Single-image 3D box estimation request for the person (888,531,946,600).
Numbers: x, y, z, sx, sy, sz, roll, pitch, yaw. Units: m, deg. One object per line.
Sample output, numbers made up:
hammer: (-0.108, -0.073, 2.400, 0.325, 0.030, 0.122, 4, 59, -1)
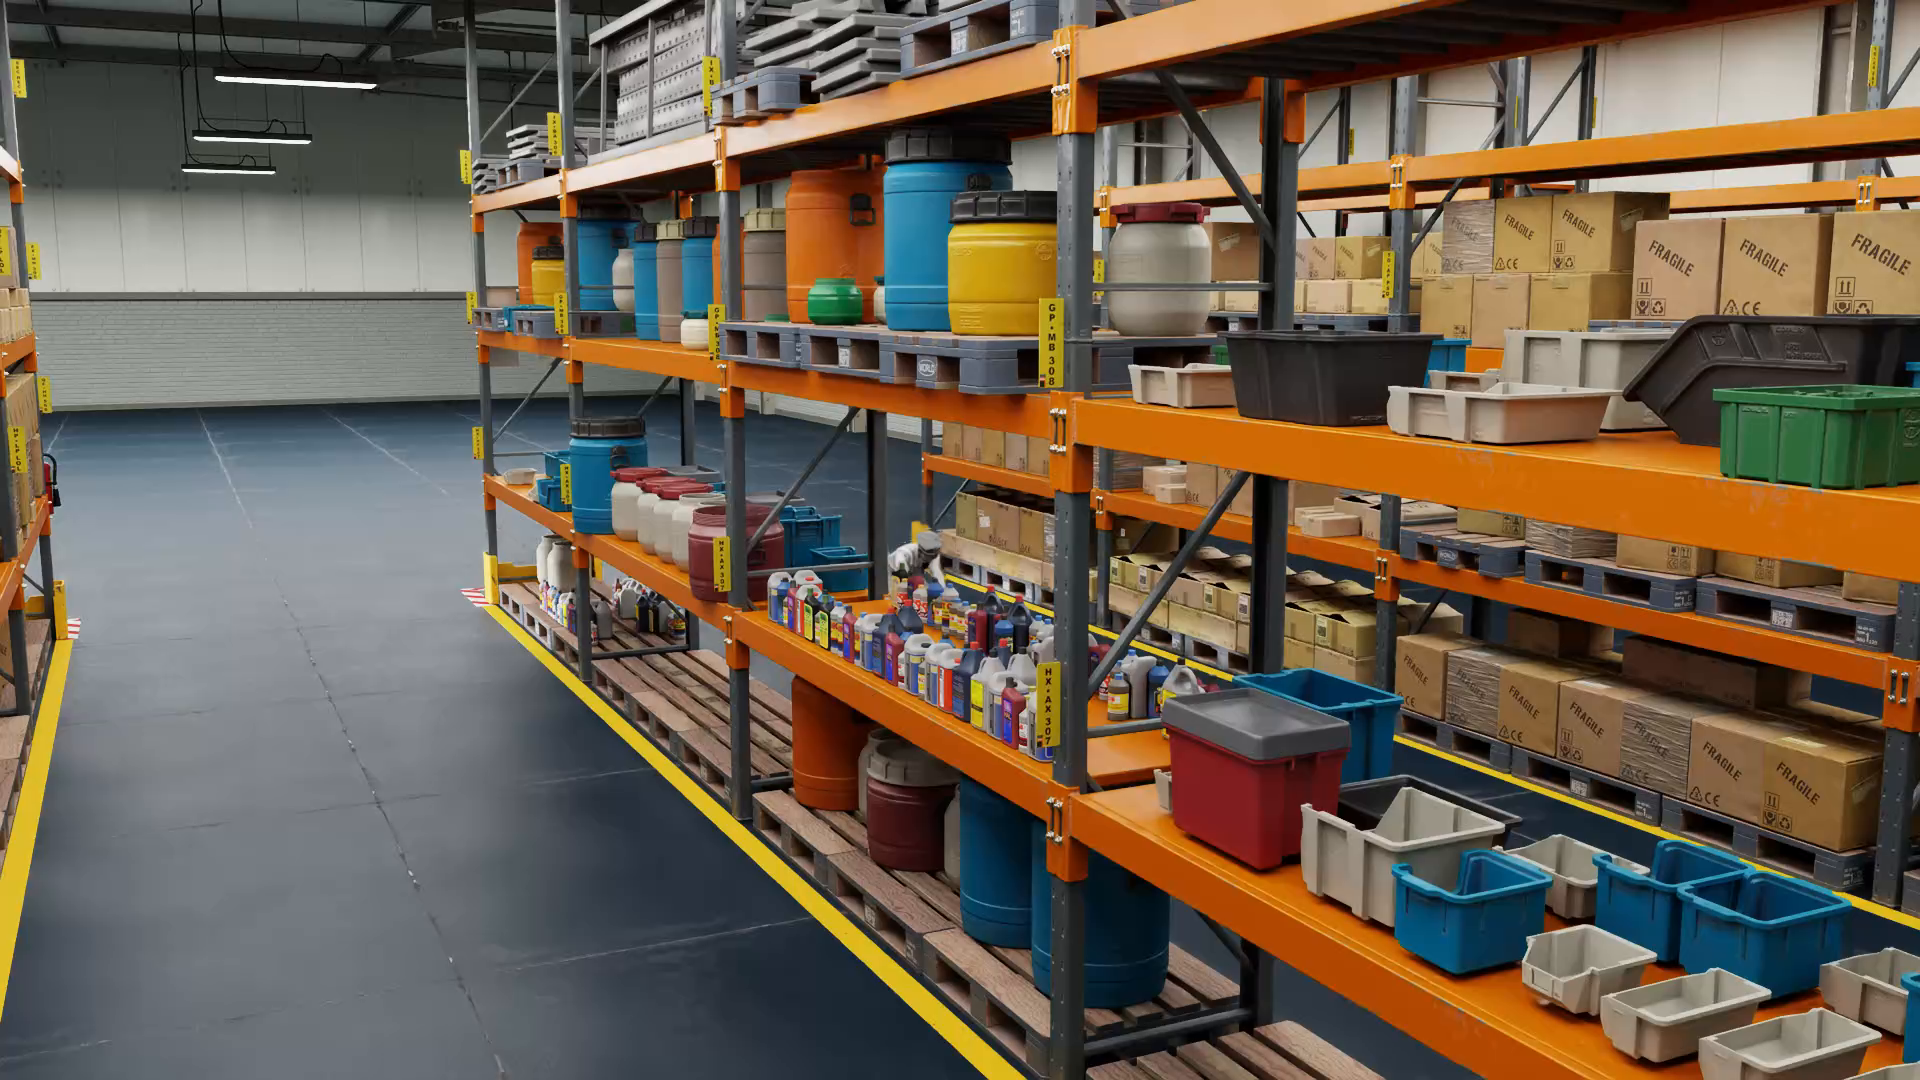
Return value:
person: (-0.428, 0.399, 15.355, 0.498, 1.028, 0.837, -4, 10, -26)
